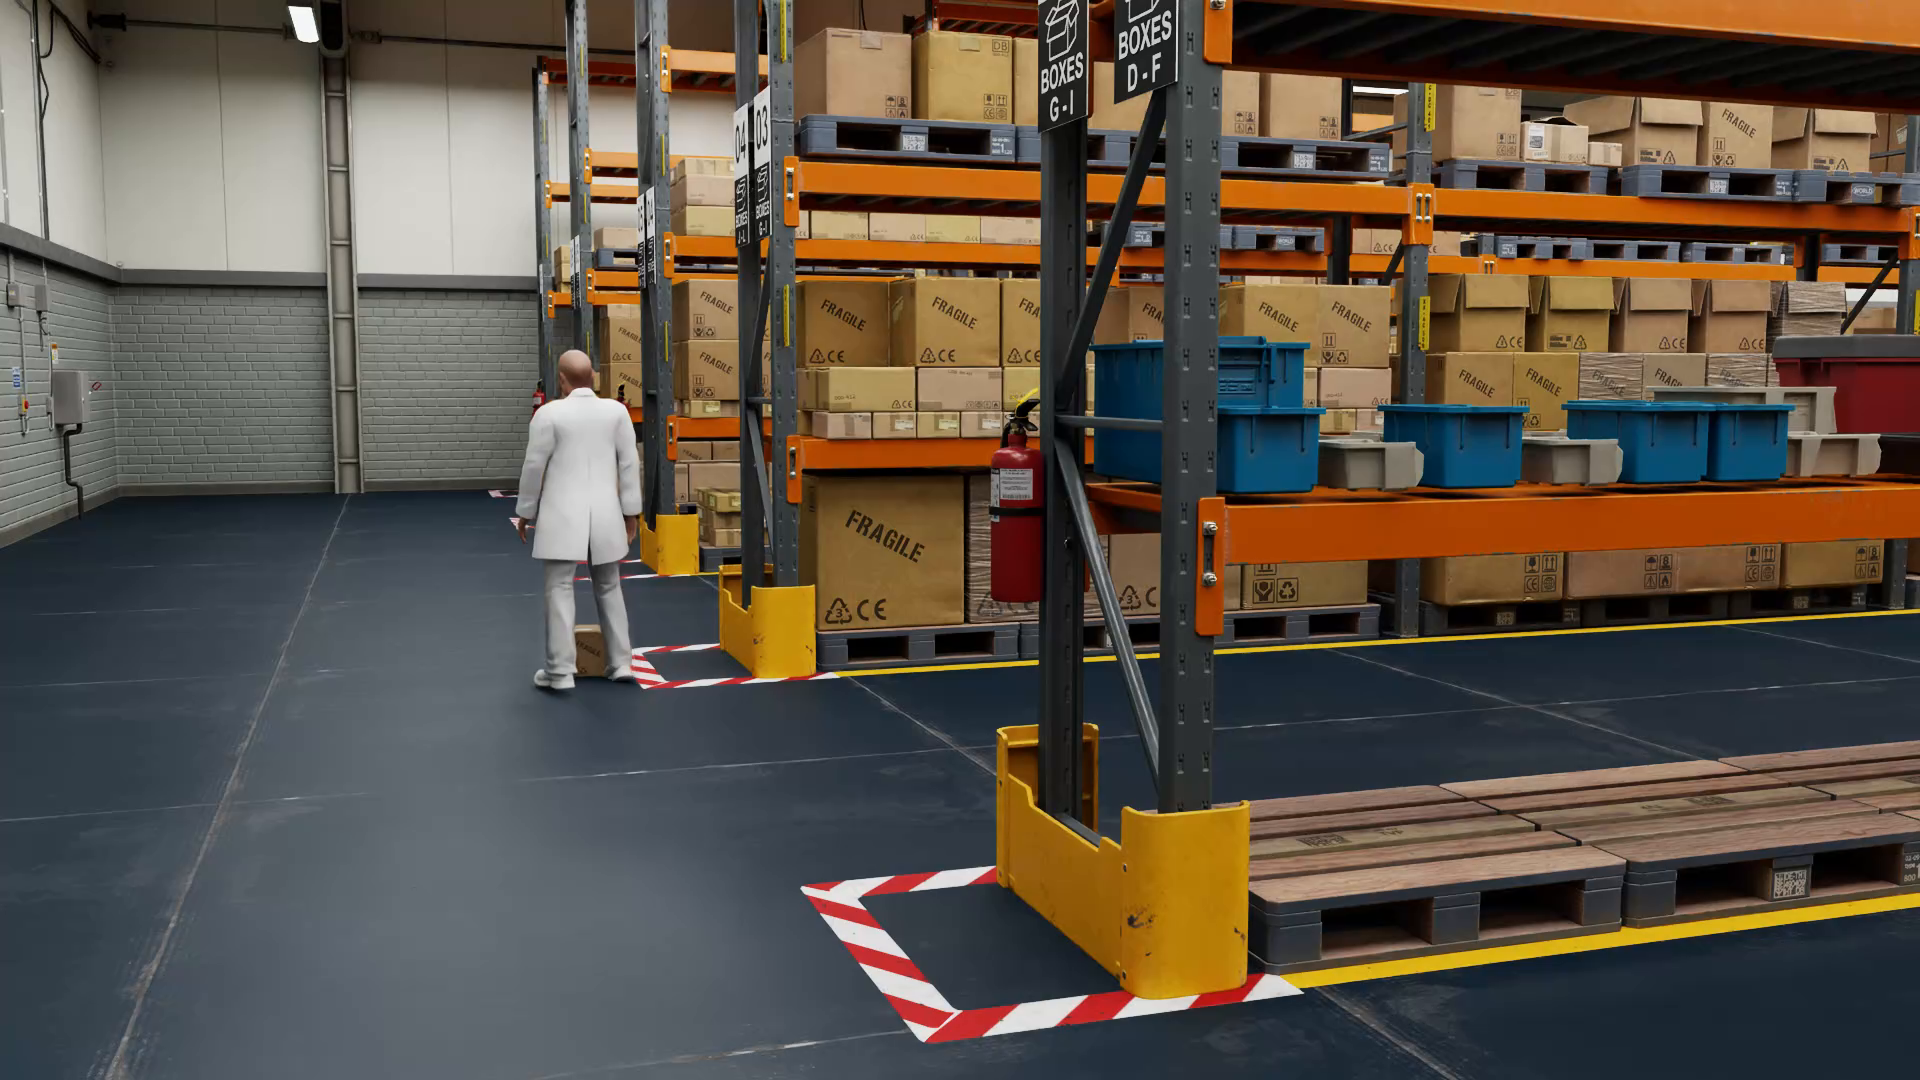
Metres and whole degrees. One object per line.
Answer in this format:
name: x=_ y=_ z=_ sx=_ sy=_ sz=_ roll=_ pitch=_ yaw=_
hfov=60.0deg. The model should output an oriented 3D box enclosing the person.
person: x=-2.008 y=-0.096 z=8.832 sx=0.652 sy=1.815 sz=0.480 roll=-4 pitch=7 yaw=-33
